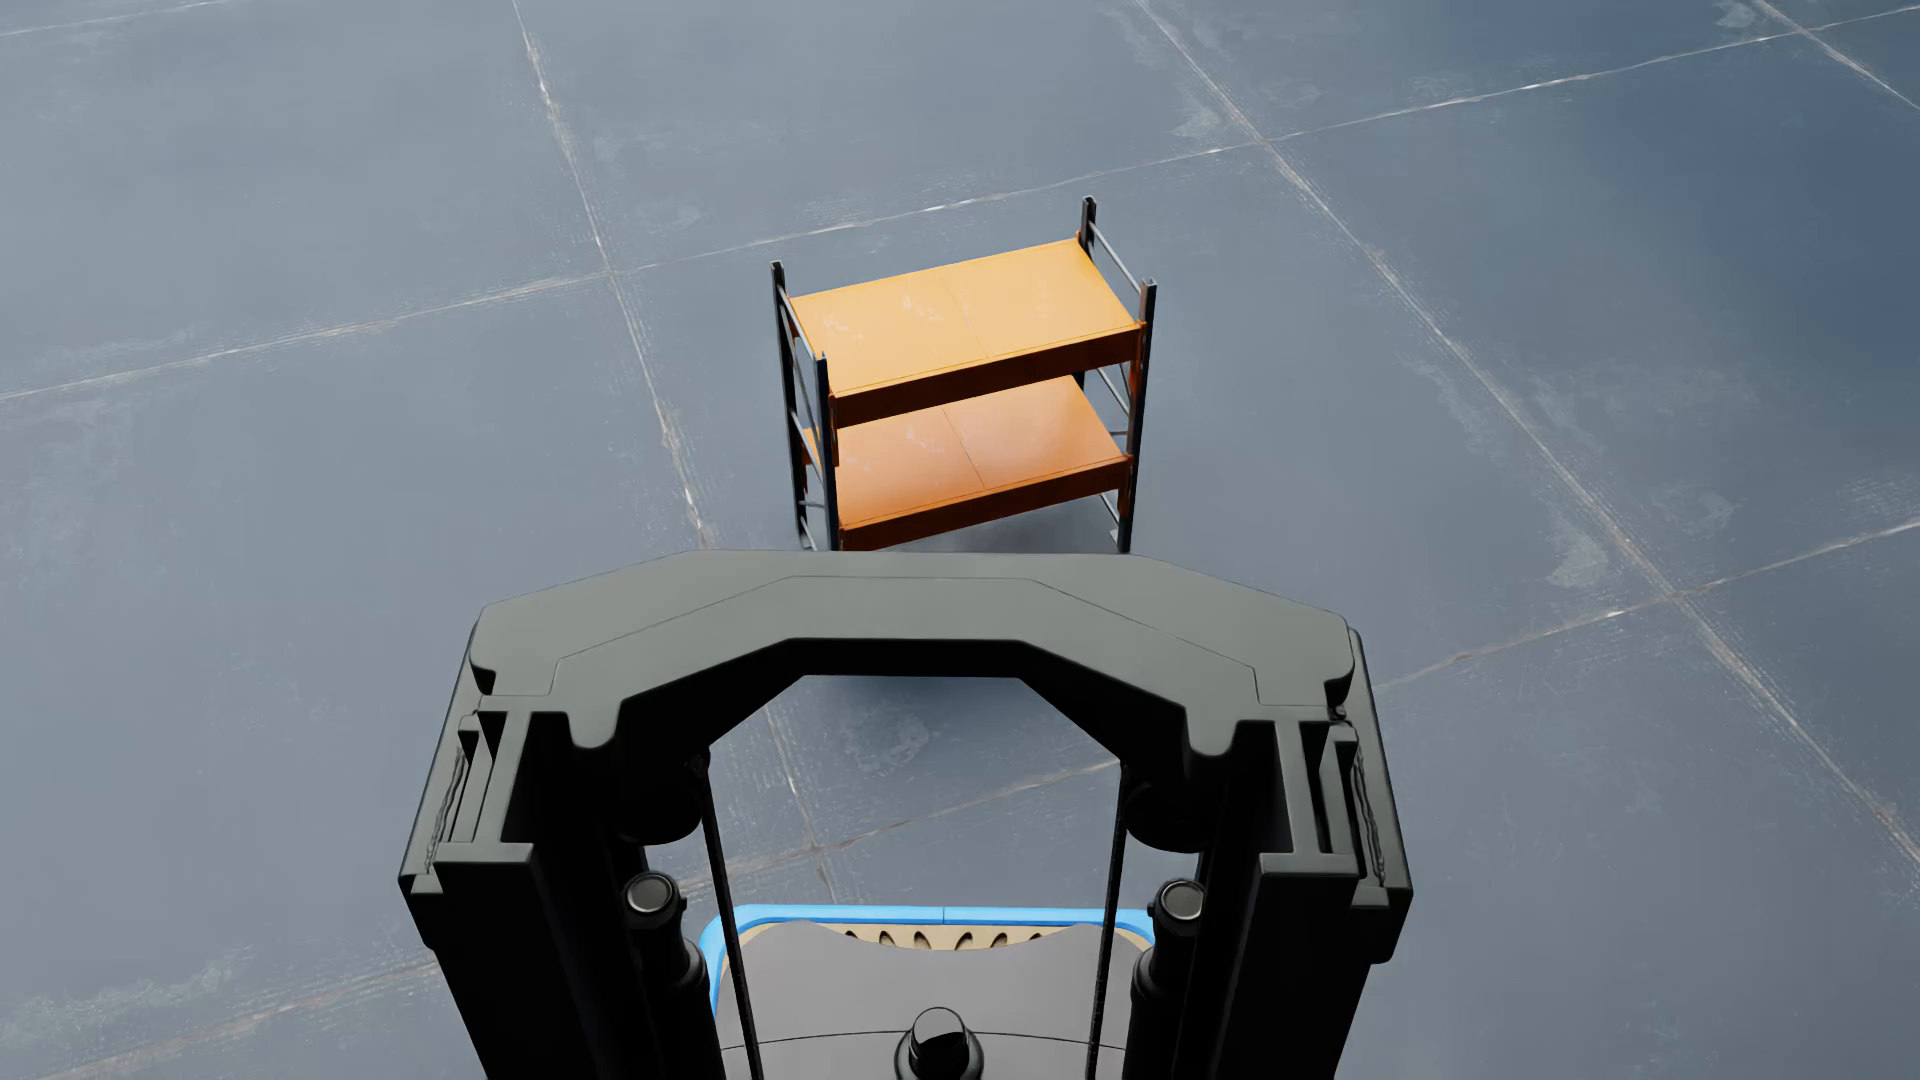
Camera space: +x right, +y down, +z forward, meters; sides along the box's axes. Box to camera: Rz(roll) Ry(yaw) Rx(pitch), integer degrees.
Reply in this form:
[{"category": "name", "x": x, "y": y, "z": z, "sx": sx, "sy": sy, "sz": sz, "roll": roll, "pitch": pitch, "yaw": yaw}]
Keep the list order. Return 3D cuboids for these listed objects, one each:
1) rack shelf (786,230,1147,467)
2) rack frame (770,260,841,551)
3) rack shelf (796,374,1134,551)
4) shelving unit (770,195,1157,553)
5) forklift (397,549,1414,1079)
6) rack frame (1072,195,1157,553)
[{"category": "rack shelf", "x": 0.006, "y": -0.605, "z": 5.146, "sx": 1.000, "sy": 0.278, "sz": 0.538, "roll": -14, "pitch": 47, "yaw": -14}, {"category": "rack frame", "x": -0.472, "y": -0.276, "z": 5.231, "sx": 0.032, "sy": 1.125, "sz": 0.500, "roll": -14, "pitch": 47, "yaw": -14}, {"category": "rack shelf", "x": 0.006, "y": -0.226, "z": 5.526, "sx": 1.000, "sy": 0.278, "sz": 0.538, "roll": -14, "pitch": 47, "yaw": -14}, {"category": "shelving unit", "x": 0.006, "y": -0.399, "z": 5.353, "sx": 1.048, "sy": 1.125, "sz": 0.538, "roll": -14, "pitch": 47, "yaw": -14}, {"category": "forklift", "x": -0.058, "y": 1.536, "z": 2.149, "sx": 1.130, "sy": 2.935, "sz": 3.031, "roll": 1, "pitch": 45, "yaw": 1}, {"category": "rack frame", "x": 0.485, "y": -0.521, "z": 5.475, "sx": 0.032, "sy": 1.125, "sz": 0.500, "roll": -14, "pitch": 47, "yaw": -14}]
